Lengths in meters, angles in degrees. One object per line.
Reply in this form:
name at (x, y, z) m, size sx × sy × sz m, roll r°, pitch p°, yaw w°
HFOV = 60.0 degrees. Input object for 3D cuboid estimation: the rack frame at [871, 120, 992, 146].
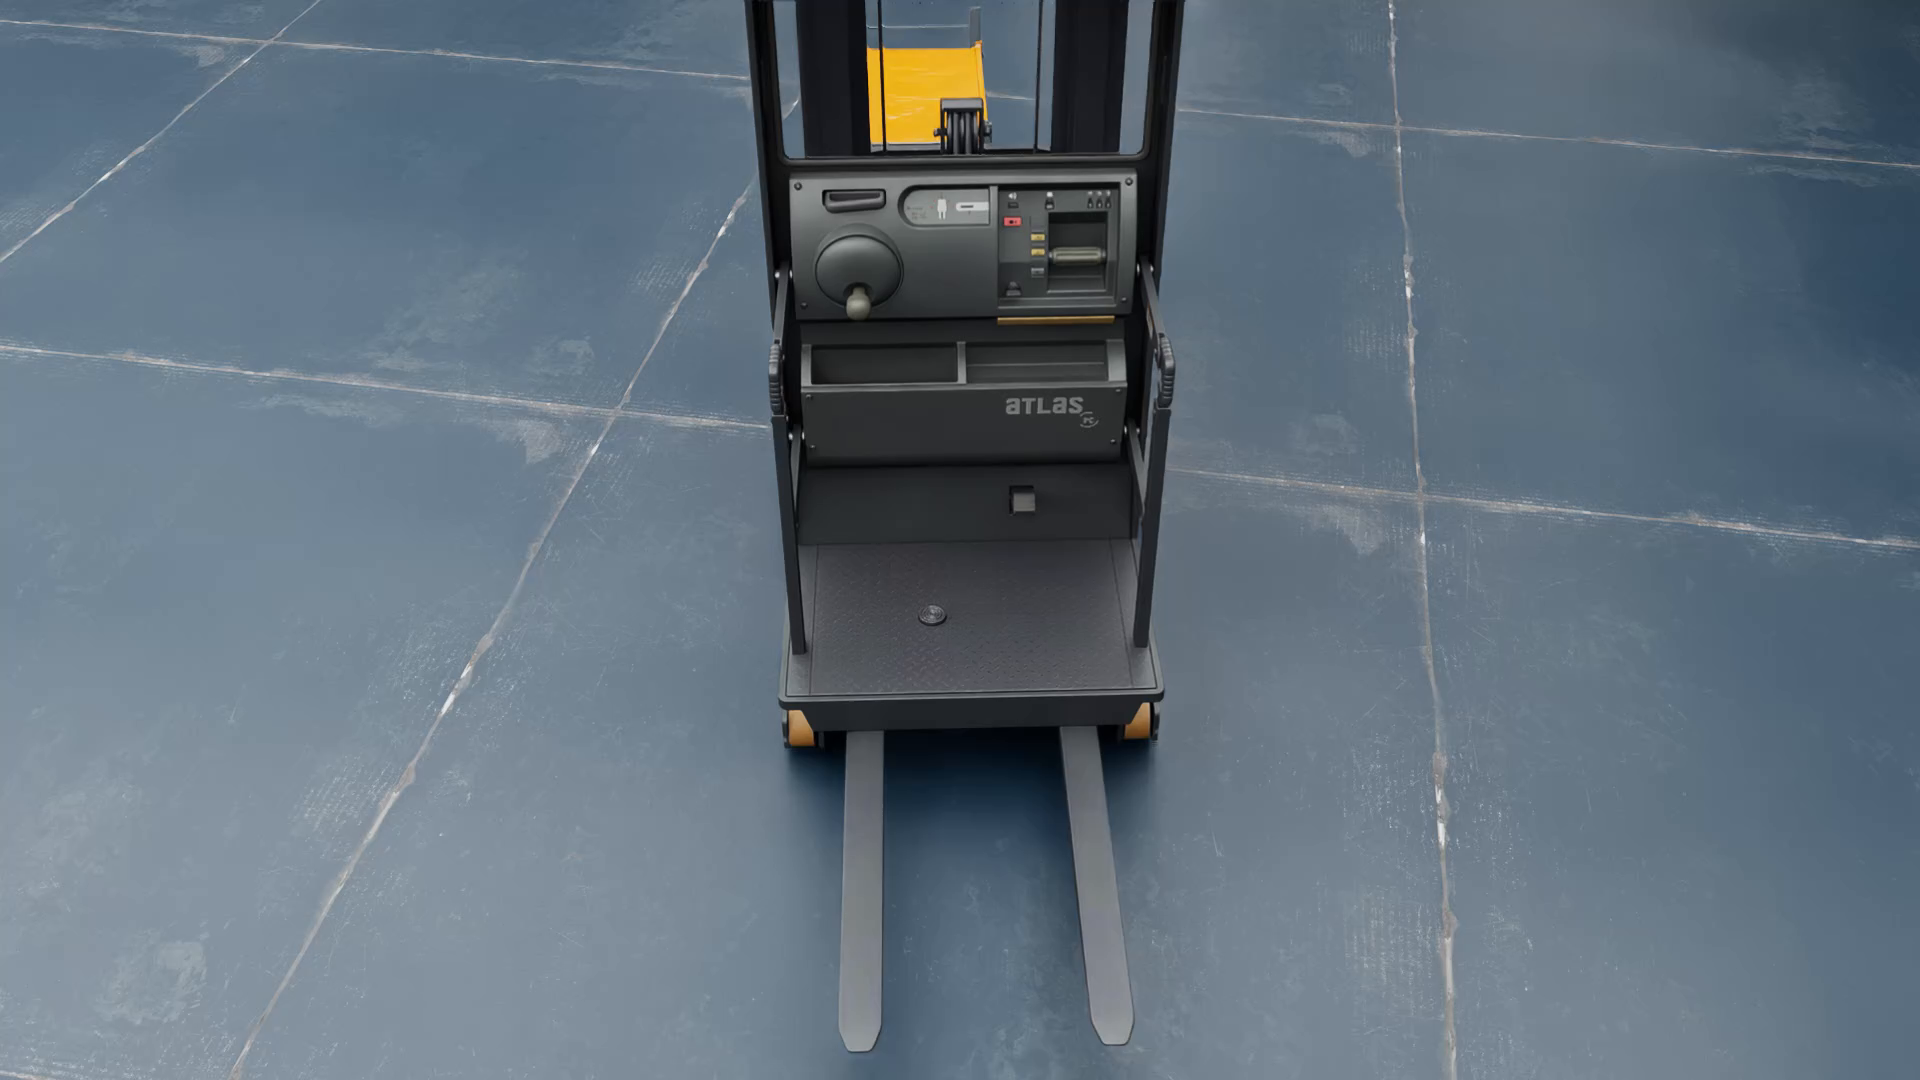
rack frame at (-0.139, -1.003, 6.081) m, size 0.500 × 1.125 × 0.032 m, roll -1°, pitch 40°, yaw -1°

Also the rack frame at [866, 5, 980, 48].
rack frame at (-0.171, -1.651, 6.864) m, size 0.500 × 1.125 × 0.032 m, roll -1°, pitch 40°, yaw -1°

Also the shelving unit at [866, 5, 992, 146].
shelving unit at (-0.155, -1.327, 6.472) m, size 0.538 × 1.125 × 1.048 m, roll -1°, pitch 40°, yaw -1°

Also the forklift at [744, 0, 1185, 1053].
forklift at (0.020, -0.717, 4.318) m, size 1.130 × 2.935 × 3.031 m, roll -1°, pitch 40°, yaw -1°

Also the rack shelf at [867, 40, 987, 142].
rack shelf at (-0.155, -1.553, 6.286) m, size 0.538 × 0.278 × 1.000 m, roll -1°, pitch 40°, yaw -1°
